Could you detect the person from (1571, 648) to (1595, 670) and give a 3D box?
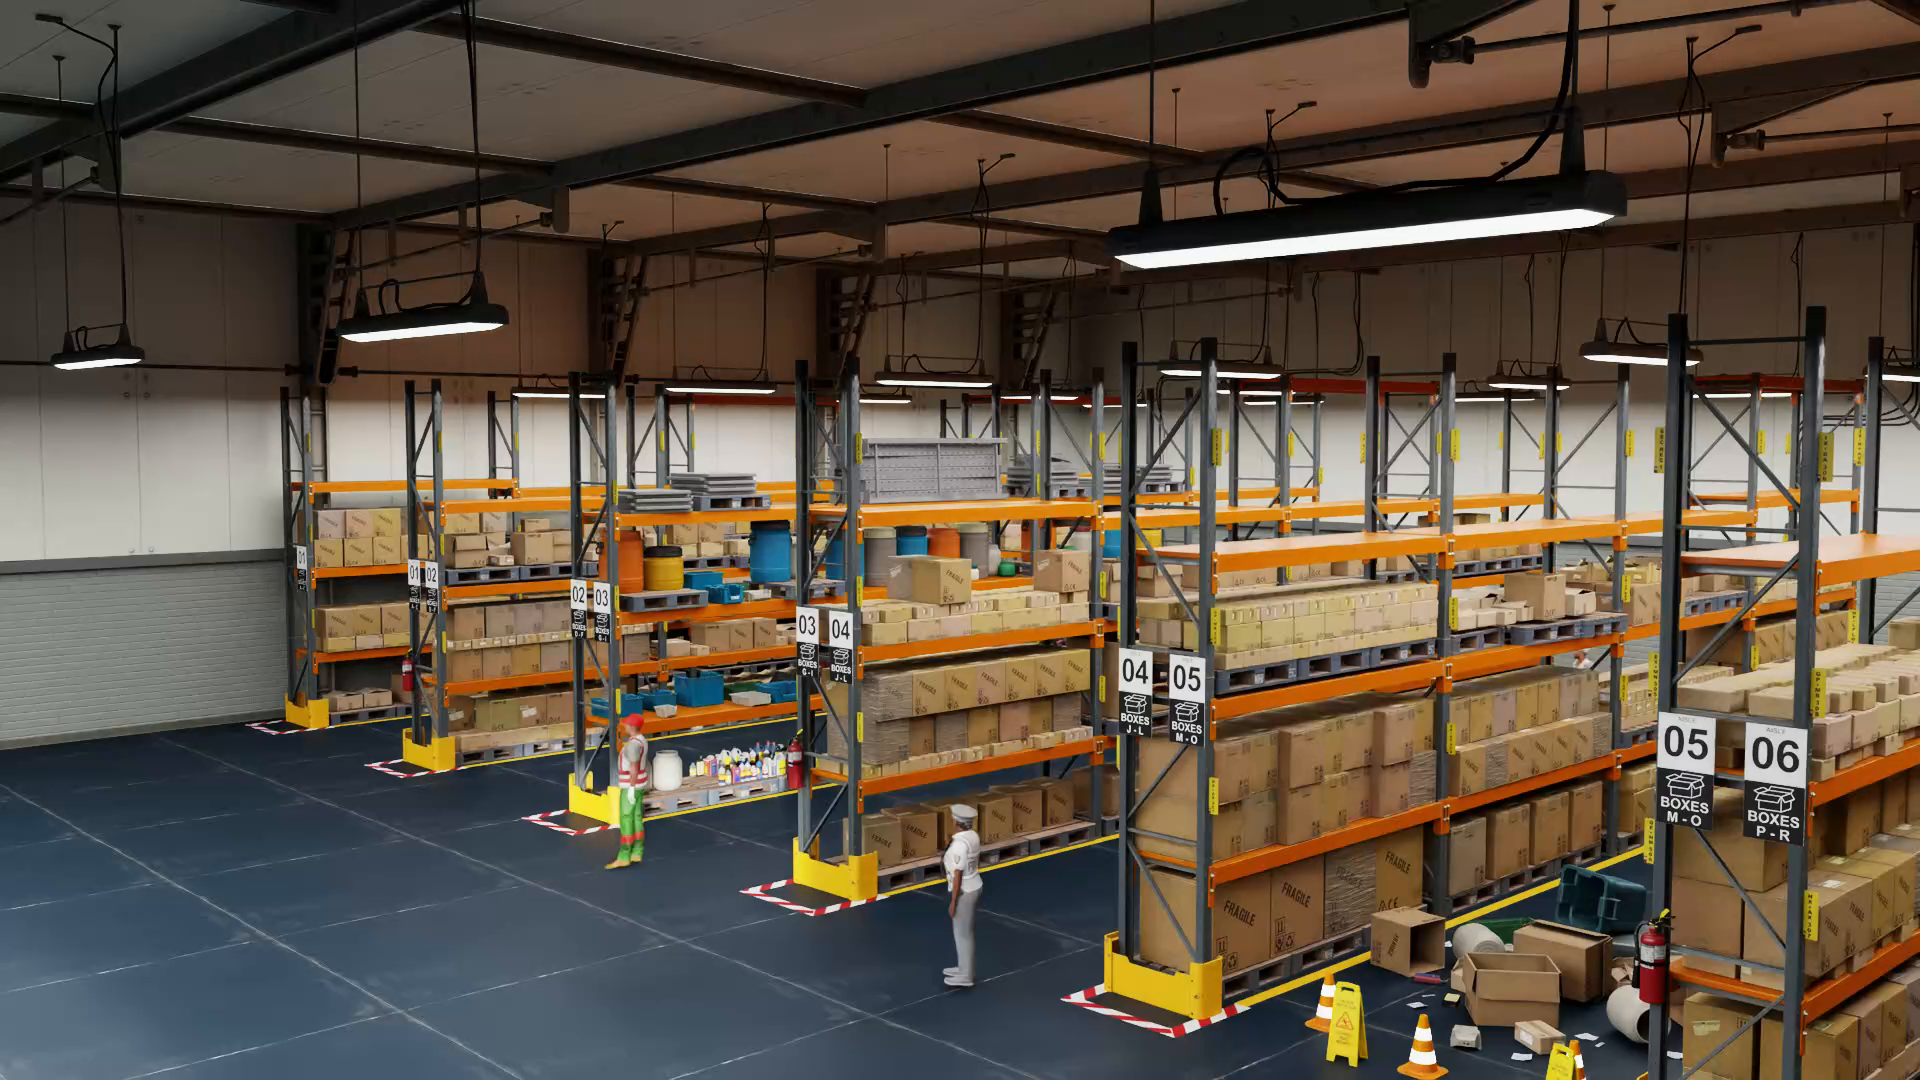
[{"bbox_3d":[10.077,2.540,27.131,0.994,1.749,0.654,-3,5,-43],"label":"person"}]

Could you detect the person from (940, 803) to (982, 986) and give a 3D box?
[{"bbox_3d":[0.004,3.314,15.602,0.401,1.684,0.510,1,4,13],"label":"person"}]

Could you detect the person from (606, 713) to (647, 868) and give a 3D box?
[{"bbox_3d":[-4.000,2.991,20.003,0.426,1.808,0.609,0,4,2],"label":"person"}]
